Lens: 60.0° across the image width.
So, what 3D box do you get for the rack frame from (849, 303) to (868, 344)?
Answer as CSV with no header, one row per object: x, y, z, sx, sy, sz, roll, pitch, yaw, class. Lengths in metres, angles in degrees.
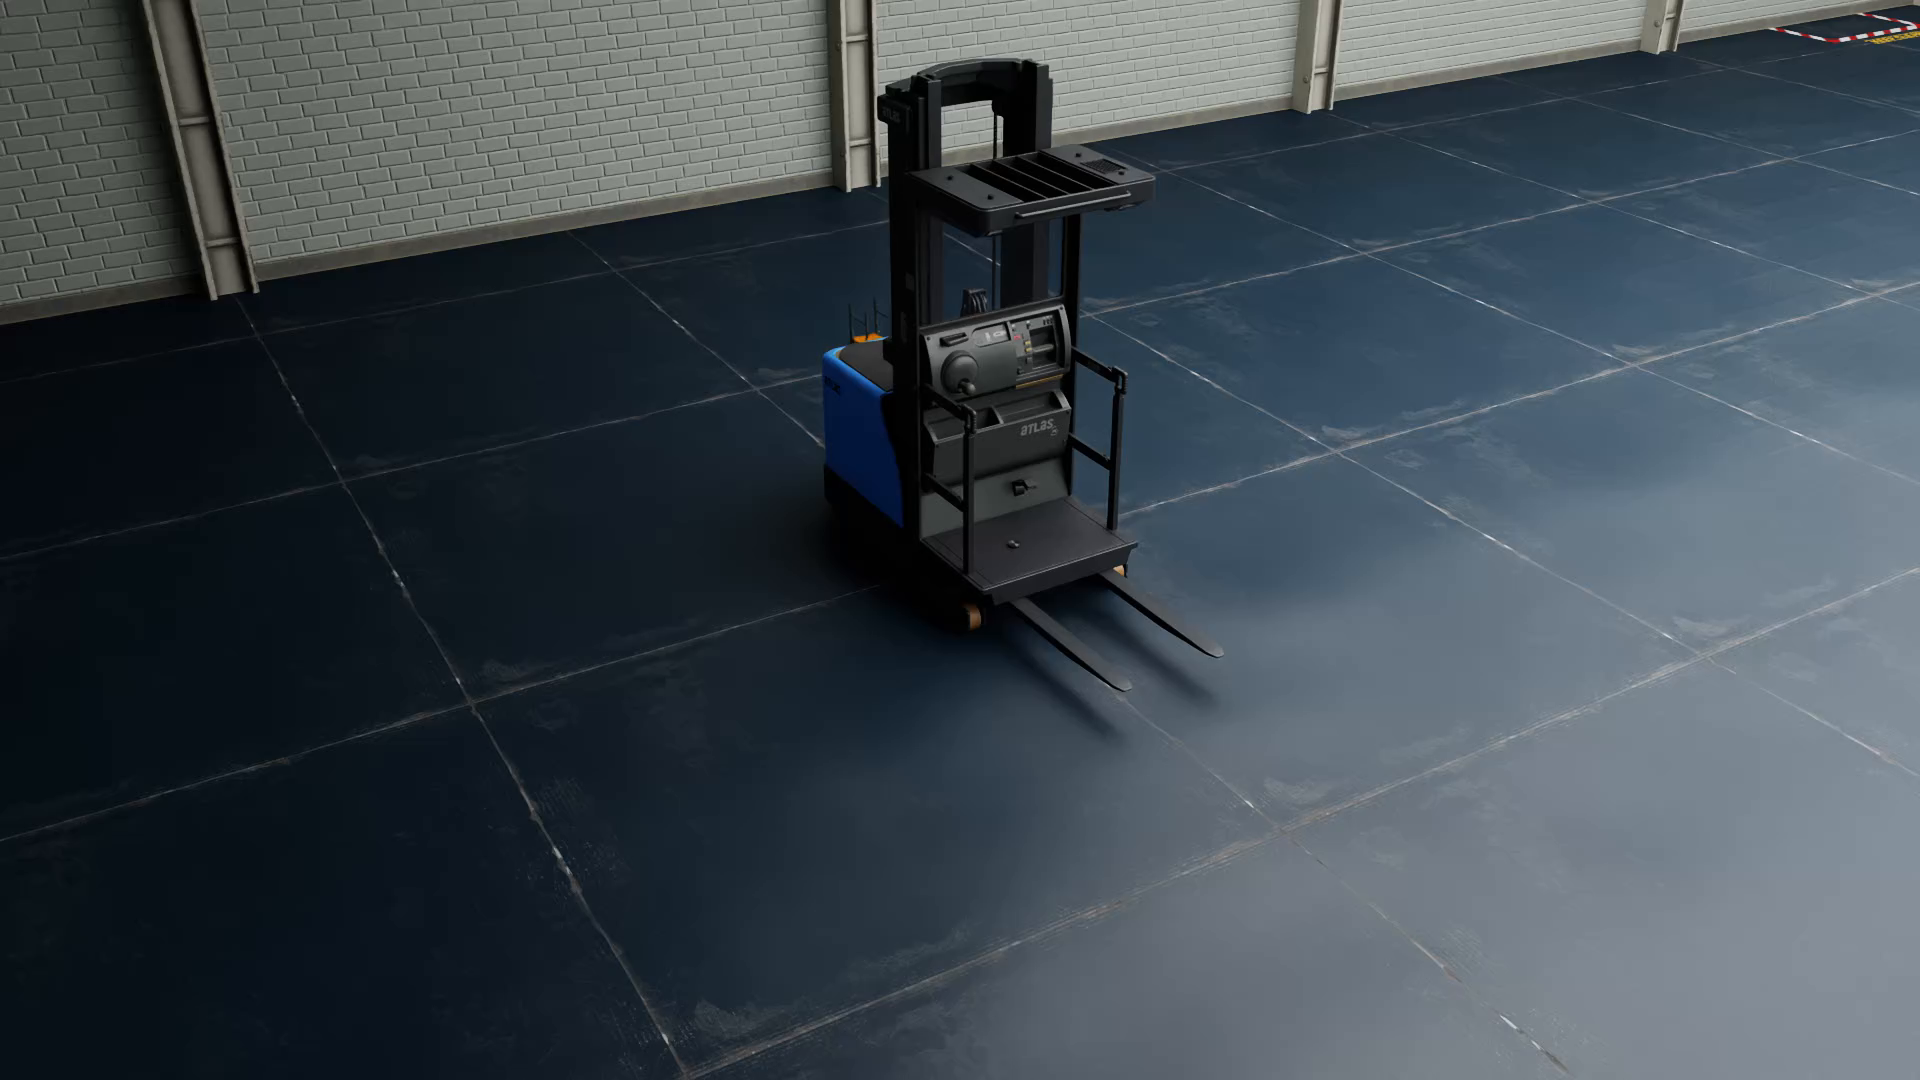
-0.638,-0.935,10.793,0.006,1.200,0.240,-16,31,-27,rack frame

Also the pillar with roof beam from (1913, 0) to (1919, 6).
16.654,-10.150,19.427,0.400,9.000,9.100,-16,33,-26,pillar with roof beam

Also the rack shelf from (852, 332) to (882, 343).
-0.564,-1.238,10.689,0.180,0.103,0.258,-16,31,-27,rack shelf

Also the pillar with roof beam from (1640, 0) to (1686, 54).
11.481,-8.681,16.766,0.400,9.000,9.100,-16,33,-26,pillar with roof beam

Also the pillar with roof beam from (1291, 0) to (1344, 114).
6.308,-7.213,14.105,0.400,9.000,9.100,-16,33,-26,pillar with roof beam

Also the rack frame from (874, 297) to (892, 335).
-0.481,-0.981,10.876,0.006,1.200,0.240,-16,31,-27,rack frame

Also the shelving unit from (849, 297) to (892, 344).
-0.560,-0.958,10.834,0.189,1.200,0.258,-16,31,-27,shelving unit

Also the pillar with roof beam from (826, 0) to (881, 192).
1.135,-5.744,11.443,0.400,9.000,9.100,-16,33,-26,pillar with roof beam

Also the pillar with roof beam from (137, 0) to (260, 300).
-4.038,-4.275,8.782,0.400,9.000,9.100,-16,33,-26,pillar with roof beam

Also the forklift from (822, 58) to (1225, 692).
0.329,-1.023,9.169,1.130,2.935,3.031,-16,33,-27,forklift
